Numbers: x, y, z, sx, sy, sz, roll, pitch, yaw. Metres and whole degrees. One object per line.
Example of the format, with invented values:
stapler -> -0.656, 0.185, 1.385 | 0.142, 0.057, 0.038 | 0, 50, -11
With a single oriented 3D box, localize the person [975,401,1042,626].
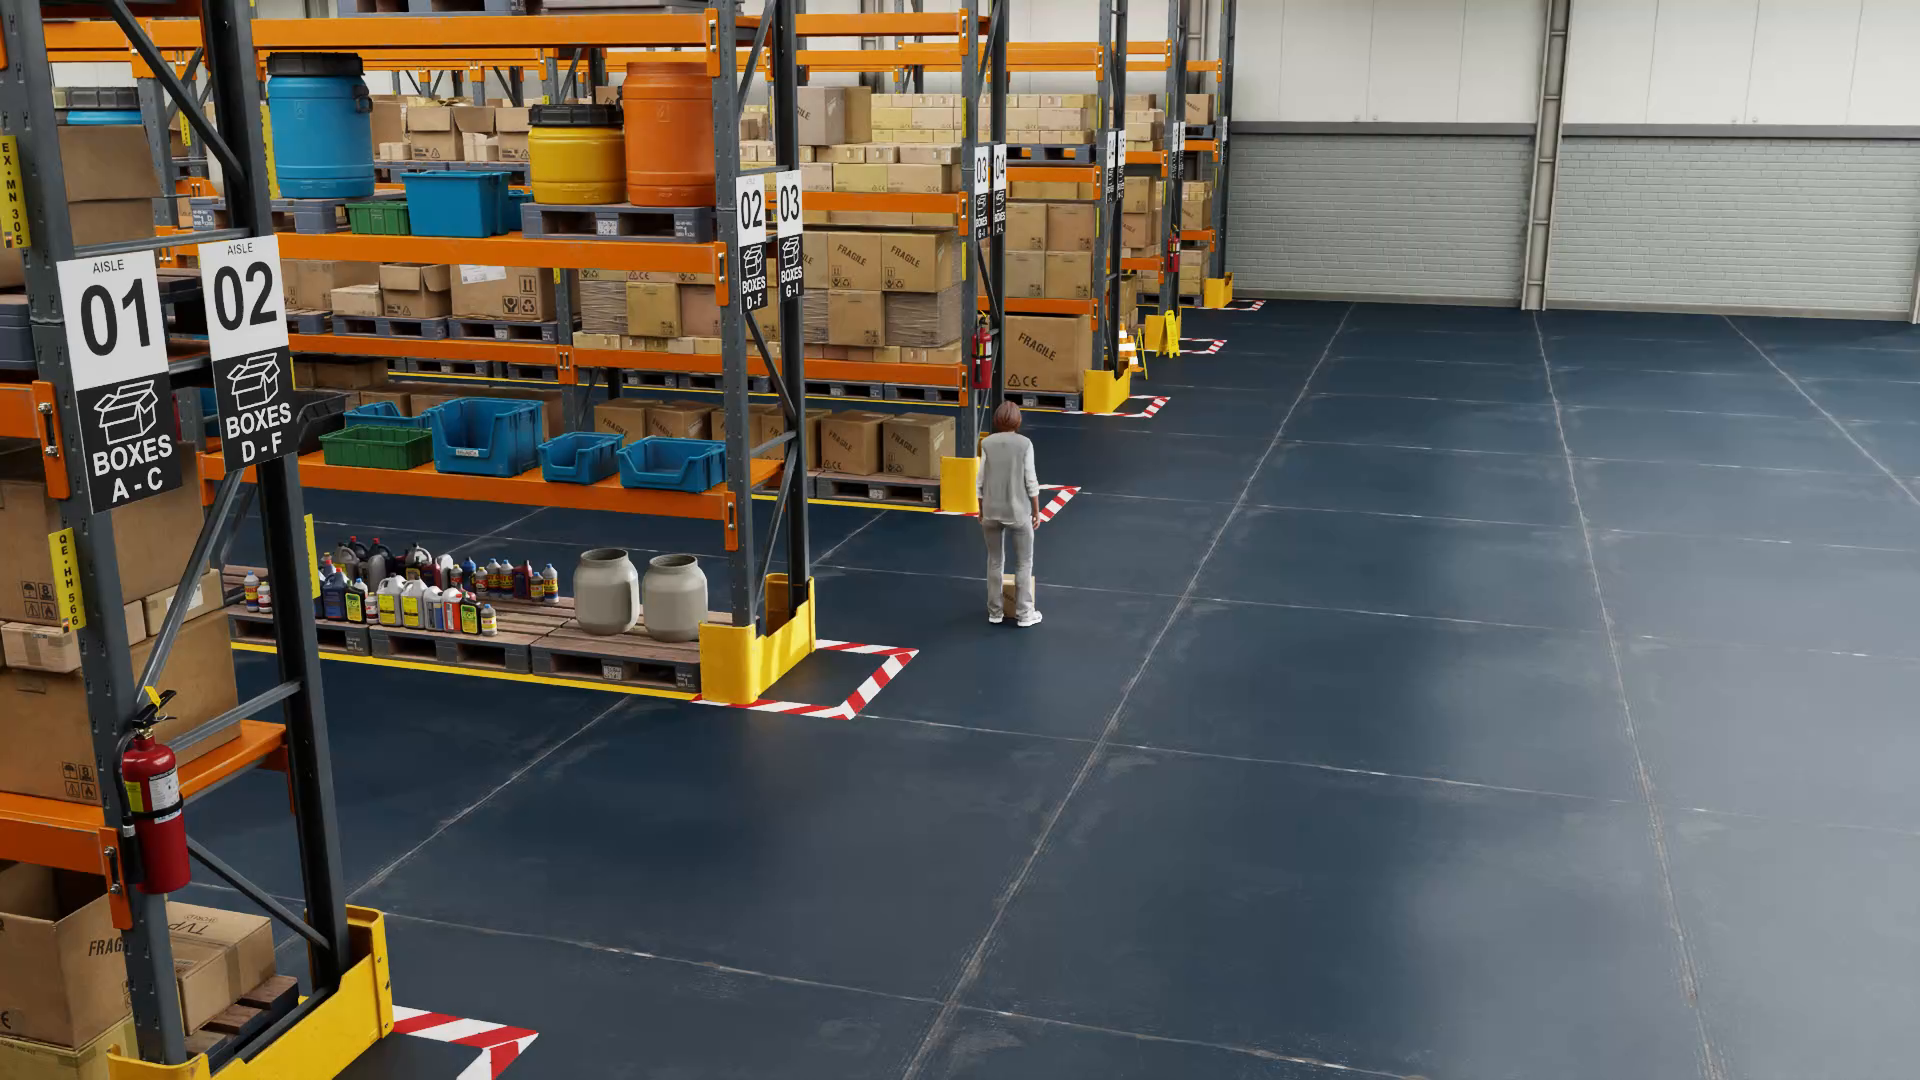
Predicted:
person -> 0.337, -0.179, 11.697 | 0.460, 1.592, 0.366 | 5, 16, 16
